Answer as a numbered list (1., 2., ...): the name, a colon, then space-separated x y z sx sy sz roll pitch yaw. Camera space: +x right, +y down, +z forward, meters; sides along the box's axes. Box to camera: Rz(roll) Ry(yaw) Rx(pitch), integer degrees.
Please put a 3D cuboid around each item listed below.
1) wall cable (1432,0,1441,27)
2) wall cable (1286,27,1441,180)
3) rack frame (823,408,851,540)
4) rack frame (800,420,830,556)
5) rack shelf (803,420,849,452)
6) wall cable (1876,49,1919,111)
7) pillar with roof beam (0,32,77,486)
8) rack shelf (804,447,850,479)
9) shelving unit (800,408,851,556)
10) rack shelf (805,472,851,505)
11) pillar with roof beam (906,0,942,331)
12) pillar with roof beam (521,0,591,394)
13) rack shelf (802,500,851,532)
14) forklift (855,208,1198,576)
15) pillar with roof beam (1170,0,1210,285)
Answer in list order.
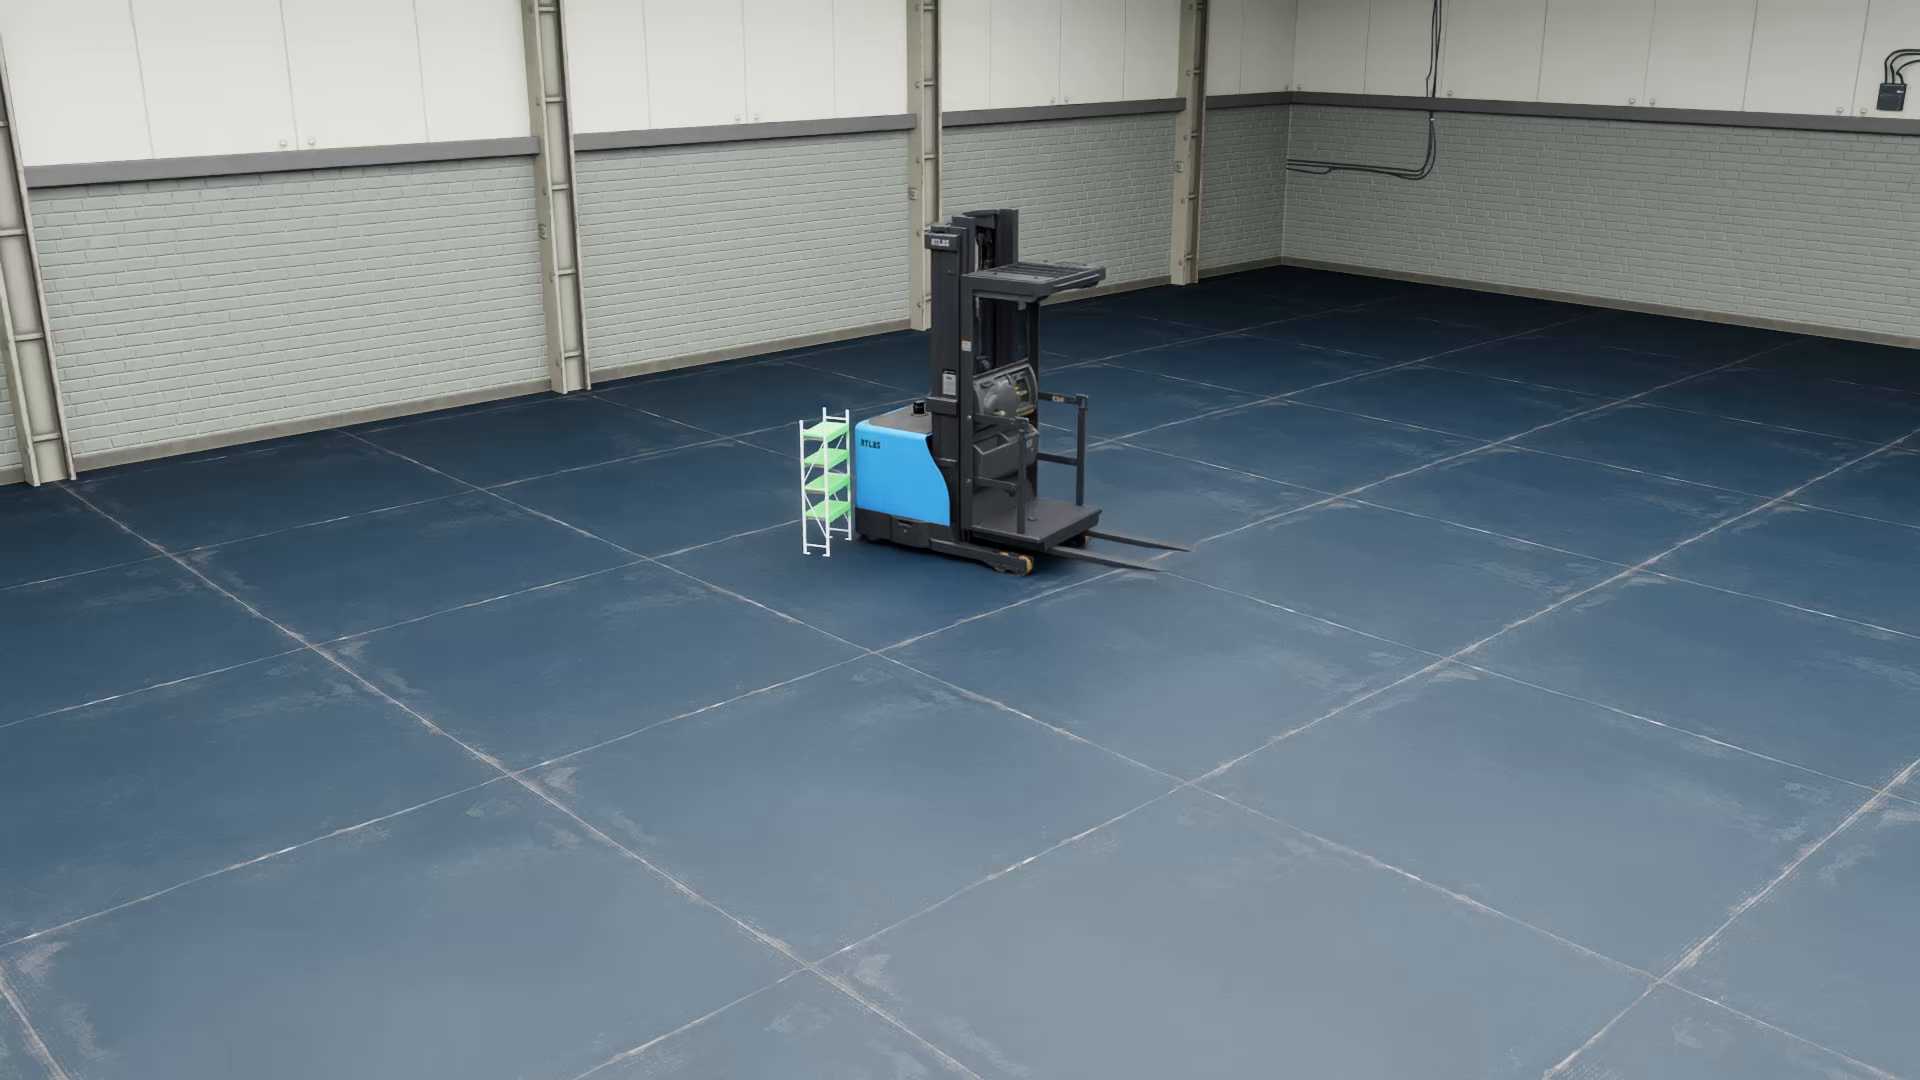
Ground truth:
1. wall cable: 8.761 -9.354 26.091 0.112 2.526 3.097 -16 24 -41
2. wall cable: 6.902 -7.558 28.740 0.112 2.526 3.097 -16 24 -41
3. rack frame: -1.095 -0.584 14.841 0.240 1.200 0.015 6 19 18
4. rack frame: -1.257 -0.442 14.403 0.240 1.200 0.015 6 19 18
5. rack shelf: -1.176 -0.909 14.493 0.258 0.148 0.480 6 19 18
6. wall cable: 13.413 -8.522 21.165 0.169 6.003 2.305 -16 24 -41
7. pillar with roof beam: -6.268 -3.928 12.510 0.400 9.000 9.100 -16 24 -41
8. rack shelf: -1.176 -0.681 14.567 0.258 0.148 0.480 6 19 18
9. shelving unit: -1.176 -0.513 14.622 0.258 1.200 0.503 6 19 18
10. rack shelf: -1.176 -0.452 14.641 0.258 0.148 0.480 6 19 18
11. pillar with roof beam: 2.451 -6.471 20.353 0.400 9.000 9.100 -16 24 -41
12. pillar with roof beam: -1.908 -5.200 16.432 0.400 9.000 9.100 -16 24 -41
13. rack shelf: -1.176 -0.224 14.716 0.258 0.148 0.480 6 19 18
14. forklift: 0.567 -1.276 14.167 3.031 2.935 1.130 12 21 32
15. pillar with roof beam: 6.811 -7.743 24.274 0.400 9.000 9.100 -16 24 -41
